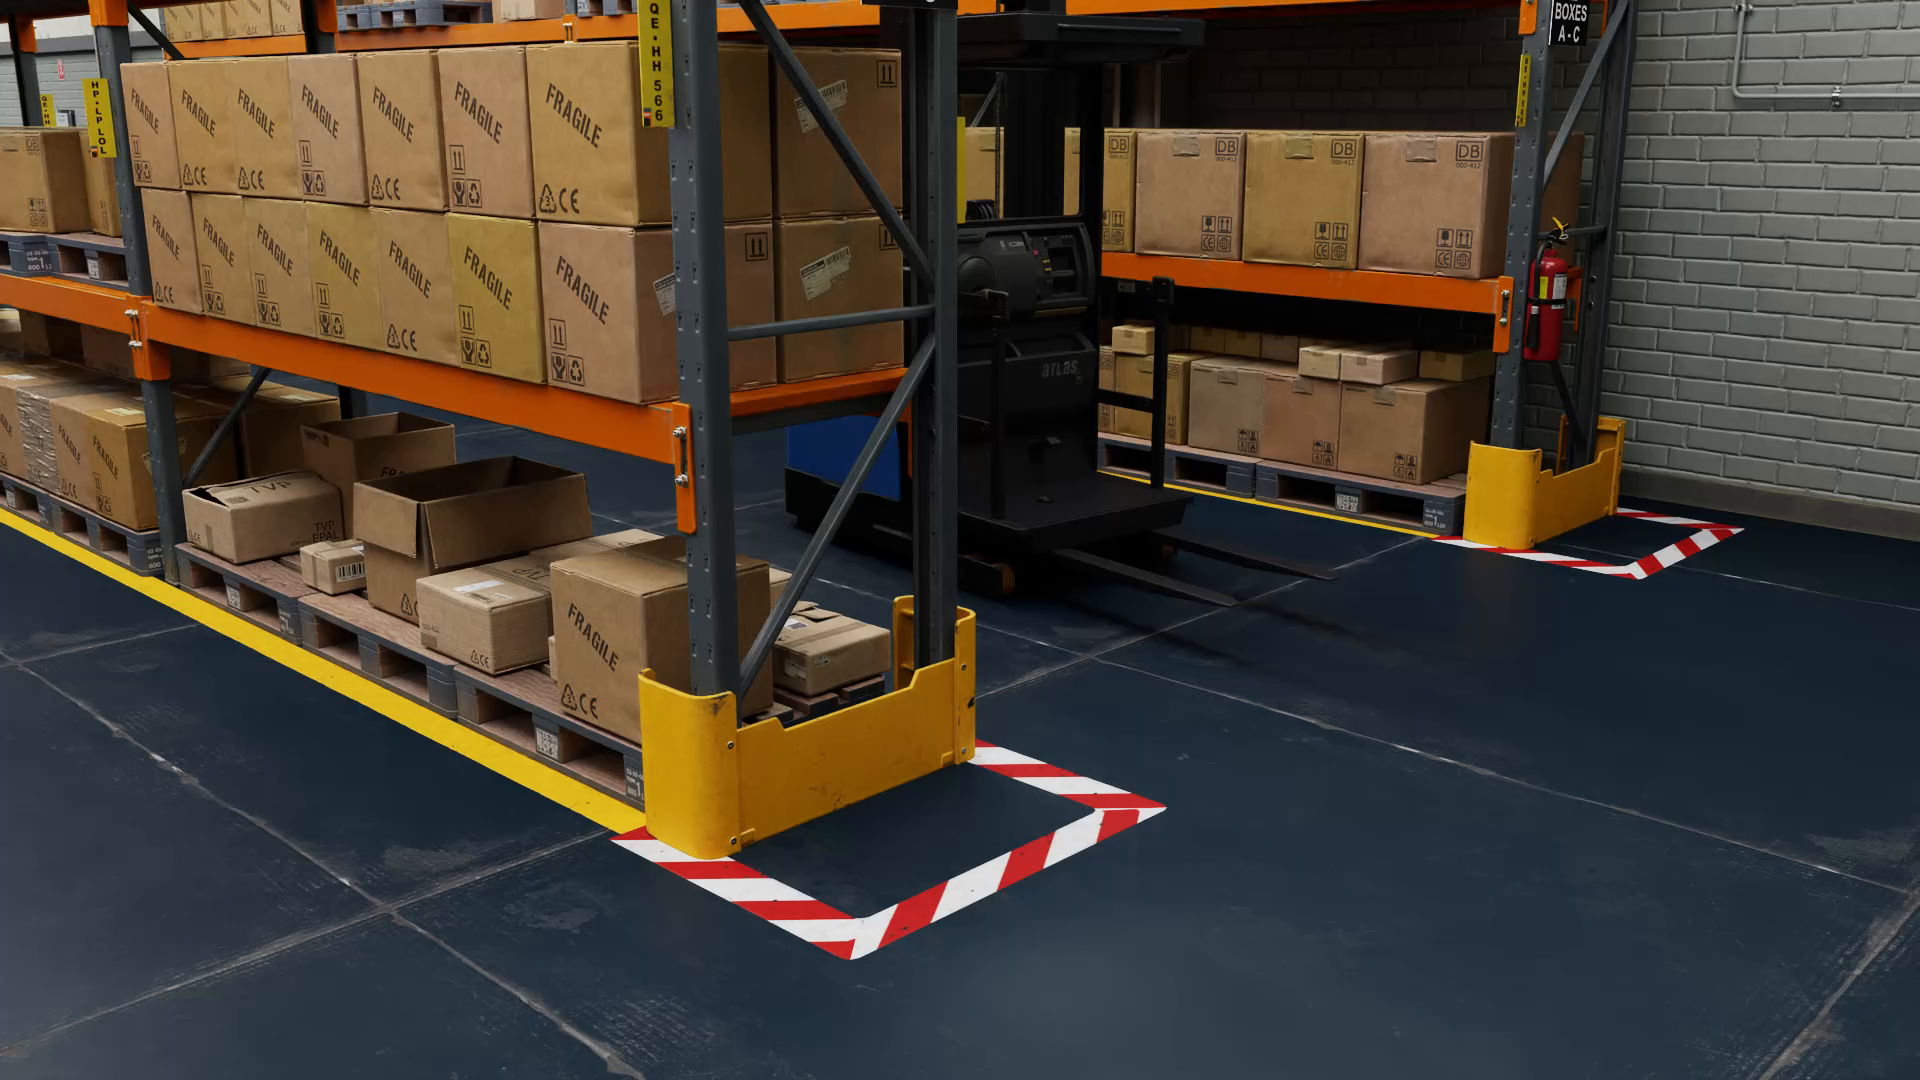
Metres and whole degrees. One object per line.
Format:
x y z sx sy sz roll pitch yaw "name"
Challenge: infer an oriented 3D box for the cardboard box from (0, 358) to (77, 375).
-5.288 -0.727 9.358 0.500 0.500 0.500 13 20 41 "cardboard box"

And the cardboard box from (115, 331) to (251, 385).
-4.175 -1.004 8.936 0.500 0.250 0.500 14 20 42 "cardboard box"

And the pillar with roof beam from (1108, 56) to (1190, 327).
-1.724 -4.390 7.435 0.400 9.000 9.100 14 20 42 "pillar with roof beam"

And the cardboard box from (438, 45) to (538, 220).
-1.272 -1.283 5.225 0.500 0.500 0.500 -14 20 -43 "cardboard box"

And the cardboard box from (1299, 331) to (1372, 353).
2.150 -1.093 9.515 0.250 0.149 0.380 14 20 43 "cardboard box"

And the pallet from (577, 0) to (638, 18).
-2.219 -4.191 12.994 1.213 0.211 1.003 -13 20 -42 "pallet"

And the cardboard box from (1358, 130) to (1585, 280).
2.665 -1.767 8.669 0.980 0.700 0.700 -13 20 -42 "cardboard box"

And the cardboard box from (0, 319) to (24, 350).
-6.329 -1.323 11.070 0.500 0.311 0.500 -14 20 -42 "cardboard box"

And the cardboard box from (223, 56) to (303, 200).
-2.391 -1.553 6.261 0.500 0.500 0.500 13 19 41 "cardboard box"

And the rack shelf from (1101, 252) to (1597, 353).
1.599 -1.536 9.805 4.000 0.370 1.077 14 20 42 "rack shelf"

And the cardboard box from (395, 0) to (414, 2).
-4.818 -5.028 15.174 0.500 0.311 0.500 -14 20 -42 "cardboard box"

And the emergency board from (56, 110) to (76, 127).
-13.446 -5.858 24.966 0.643 1.169 0.194 14 20 42 "emergency board"

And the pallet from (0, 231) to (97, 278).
-4.752 -1.602 9.012 1.213 0.211 1.003 14 20 42 "pallet"

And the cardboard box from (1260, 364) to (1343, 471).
2.106 -0.720 9.370 0.500 0.500 0.700 14 20 42 "cardboard box"

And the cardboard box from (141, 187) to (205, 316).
-3.098 -1.244 7.059 0.500 0.500 0.500 -14 20 -43 "cardboard box"

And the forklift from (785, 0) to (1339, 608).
0.389 -1.294 7.584 1.130 2.935 3.031 -11 18 -37 "forklift"

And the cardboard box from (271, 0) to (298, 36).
-6.490 -5.278 16.553 0.500 0.500 0.500 12 19 38 "cardboard box"

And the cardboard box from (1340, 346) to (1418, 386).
2.247 -0.935 8.911 0.250 0.149 0.380 13 20 42 "cardboard box"

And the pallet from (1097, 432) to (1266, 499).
1.535 -0.524 10.024 1.213 0.211 1.003 14 20 42 "pallet"

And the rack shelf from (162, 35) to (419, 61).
-7.039 -5.088 17.487 4.000 0.370 1.077 14 20 42 "rack shelf"

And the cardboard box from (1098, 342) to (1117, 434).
0.986 -0.990 10.406 0.500 0.500 0.700 13 20 42 "cardboard box"

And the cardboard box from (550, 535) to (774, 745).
-0.959 0.312 5.371 0.500 0.500 0.500 14 20 42 "cardboard box"

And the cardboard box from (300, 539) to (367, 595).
-2.494 0.086 6.899 0.250 0.166 0.380 14 20 42 "cardboard box"

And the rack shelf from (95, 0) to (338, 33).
-1.836 -2.088 5.973 4.000 0.370 1.077 14 20 42 "rack shelf"

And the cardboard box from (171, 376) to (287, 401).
-3.847 -0.558 8.709 0.500 0.500 0.500 14 20 43 "cardboard box"

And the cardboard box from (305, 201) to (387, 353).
-2.002 -0.978 6.040 0.500 0.500 0.500 13 20 41 "cardboard box"

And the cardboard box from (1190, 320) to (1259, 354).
1.599 -1.226 10.028 0.250 0.149 0.380 13 20 41 "cardboard box"

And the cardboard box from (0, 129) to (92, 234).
-4.591 -1.884 8.682 0.500 0.500 0.700 8 17 28 "cardboard box"

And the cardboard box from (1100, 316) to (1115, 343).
0.747 -1.299 10.307 0.380 0.149 0.250 -14 20 -42 "cardboard box"

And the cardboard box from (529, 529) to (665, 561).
-1.311 0.162 6.443 0.500 0.250 0.500 14 20 42 "cardboard box"

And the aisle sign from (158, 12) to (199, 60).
-8.739 -5.550 18.629 0.004 0.787 0.394 14 20 42 "aisle sign"

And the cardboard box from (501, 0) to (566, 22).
-3.426 -4.429 13.670 0.500 0.311 0.500 14 20 42 "cardboard box"

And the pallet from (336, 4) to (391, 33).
-5.229 -4.868 15.587 1.003 0.211 1.213 14 20 42 "pallet"

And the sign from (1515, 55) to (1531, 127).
2.653 -2.113 7.826 0.005 0.325 0.100 14 20 42 "sign"

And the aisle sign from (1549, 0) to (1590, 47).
2.883 -2.725 7.786 0.004 0.787 0.394 14 20 42 "aisle sign"

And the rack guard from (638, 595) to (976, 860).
-0.451 0.562 5.284 0.348 0.500 1.175 14 20 42 "rack guard"

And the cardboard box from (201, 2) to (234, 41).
-7.673 -5.549 17.594 0.500 0.500 0.500 -13 20 -42 "cardboard box"

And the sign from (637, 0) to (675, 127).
-0.796 -1.250 4.358 0.005 0.325 0.100 14 20 42 "sign"

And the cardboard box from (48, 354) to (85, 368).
-4.947 -0.826 9.738 0.500 0.500 0.500 13 19 40 "cardboard box"

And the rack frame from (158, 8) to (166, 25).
-8.479 -7.237 18.361 0.127 3.000 1.000 14 20 42 "rack frame"

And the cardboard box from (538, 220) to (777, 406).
-0.908 -0.712 5.016 0.500 0.500 0.500 -14 20 -42 "cardboard box"

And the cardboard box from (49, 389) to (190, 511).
-4.180 -0.460 8.334 0.500 0.500 0.500 14 20 42 "cardboard box"

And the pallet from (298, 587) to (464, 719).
-1.900 0.349 6.674 1.213 0.211 1.003 14 20 42 "pallet"

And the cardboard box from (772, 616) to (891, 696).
-0.459 0.397 5.742 0.250 0.149 0.380 14 20 42 "cardboard box"

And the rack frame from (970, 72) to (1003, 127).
0.160 -2.234 11.057 0.127 3.000 1.000 14 20 42 "rack frame"

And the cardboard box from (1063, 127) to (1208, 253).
1.061 -2.153 10.150 0.700 0.700 0.980 13 19 41 "cardboard box"
